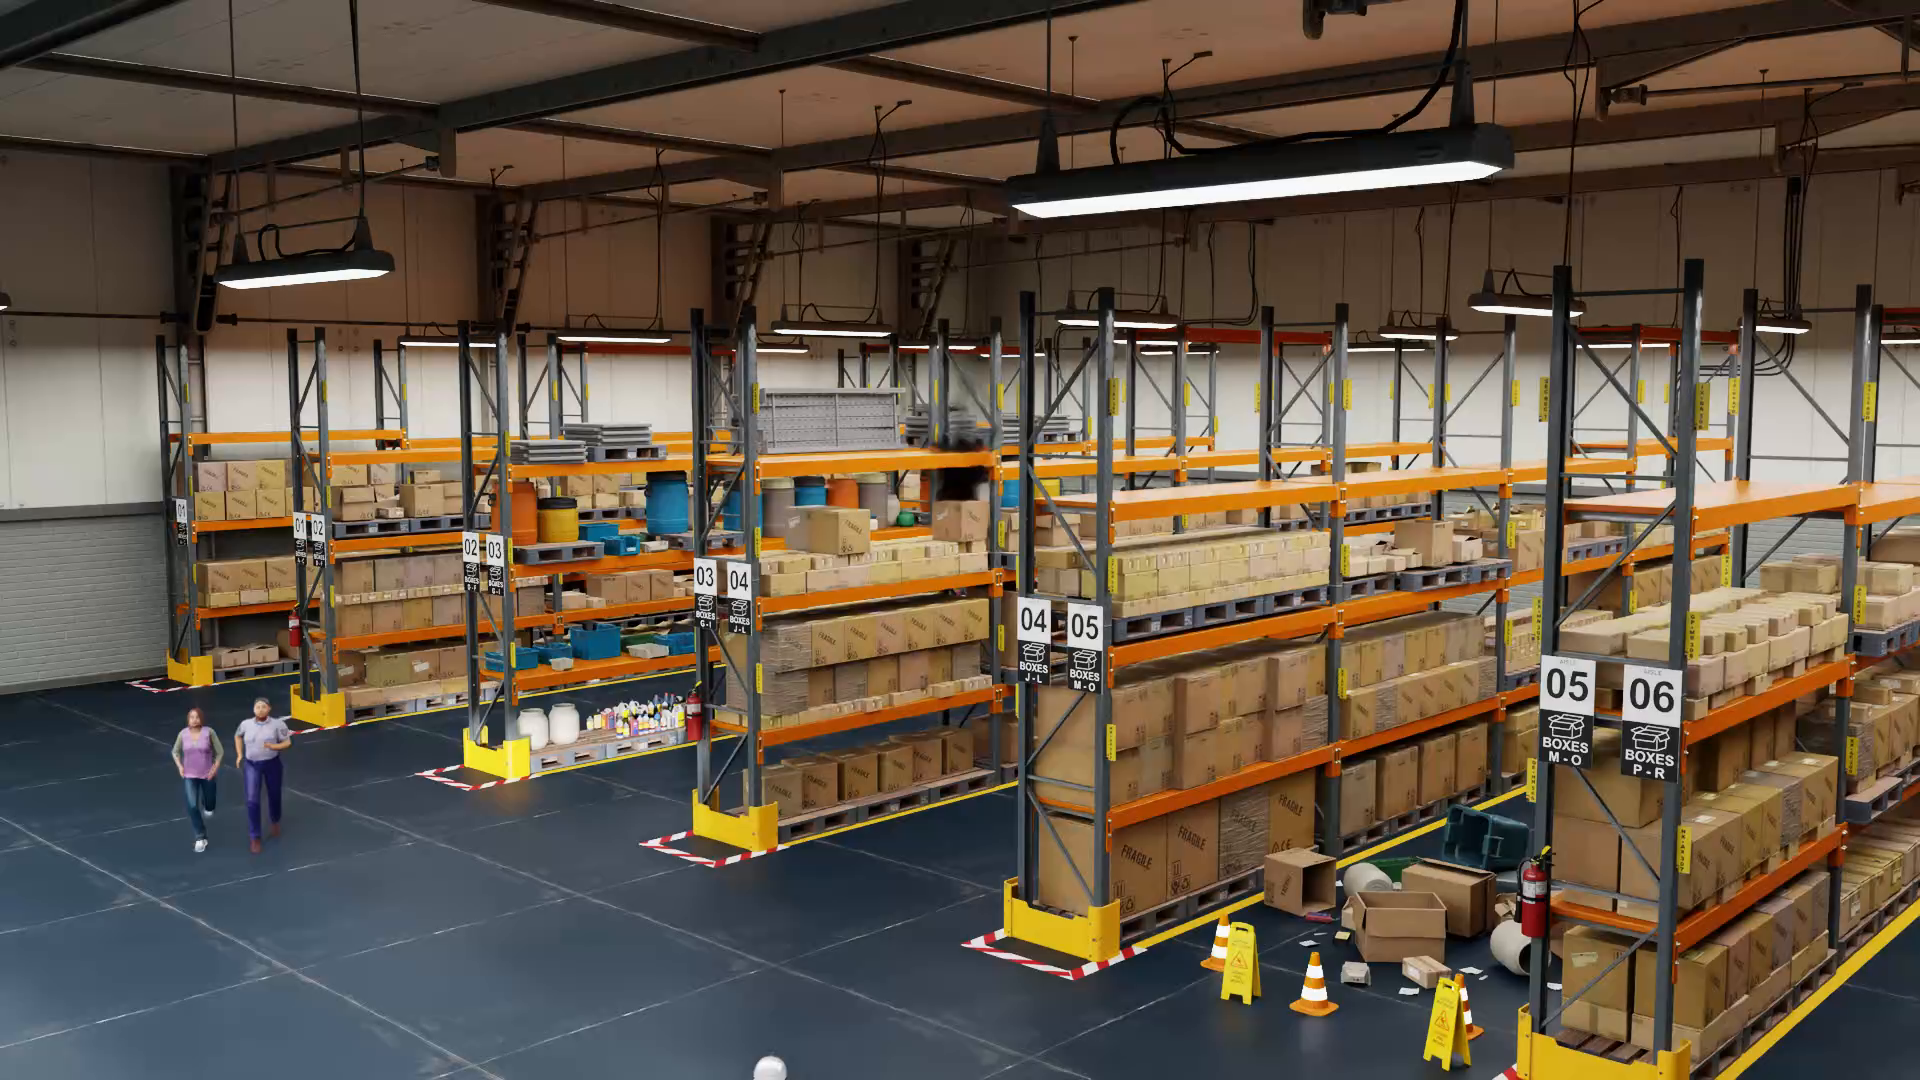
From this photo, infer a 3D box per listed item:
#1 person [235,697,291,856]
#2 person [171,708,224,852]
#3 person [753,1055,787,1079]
[{"bbox_3d":[-7.793,2.598,18.615,0.589,1.676,0.847,-2,6,-21],"label":"person"},{"bbox_3d":[-8.562,2.658,18.696,0.535,1.567,0.788,-2,6,-23],"label":"person"},{"bbox_3d":[-0.976,3.523,8.738,0.661,1.638,0.570,0,5,1],"label":"person"}]
